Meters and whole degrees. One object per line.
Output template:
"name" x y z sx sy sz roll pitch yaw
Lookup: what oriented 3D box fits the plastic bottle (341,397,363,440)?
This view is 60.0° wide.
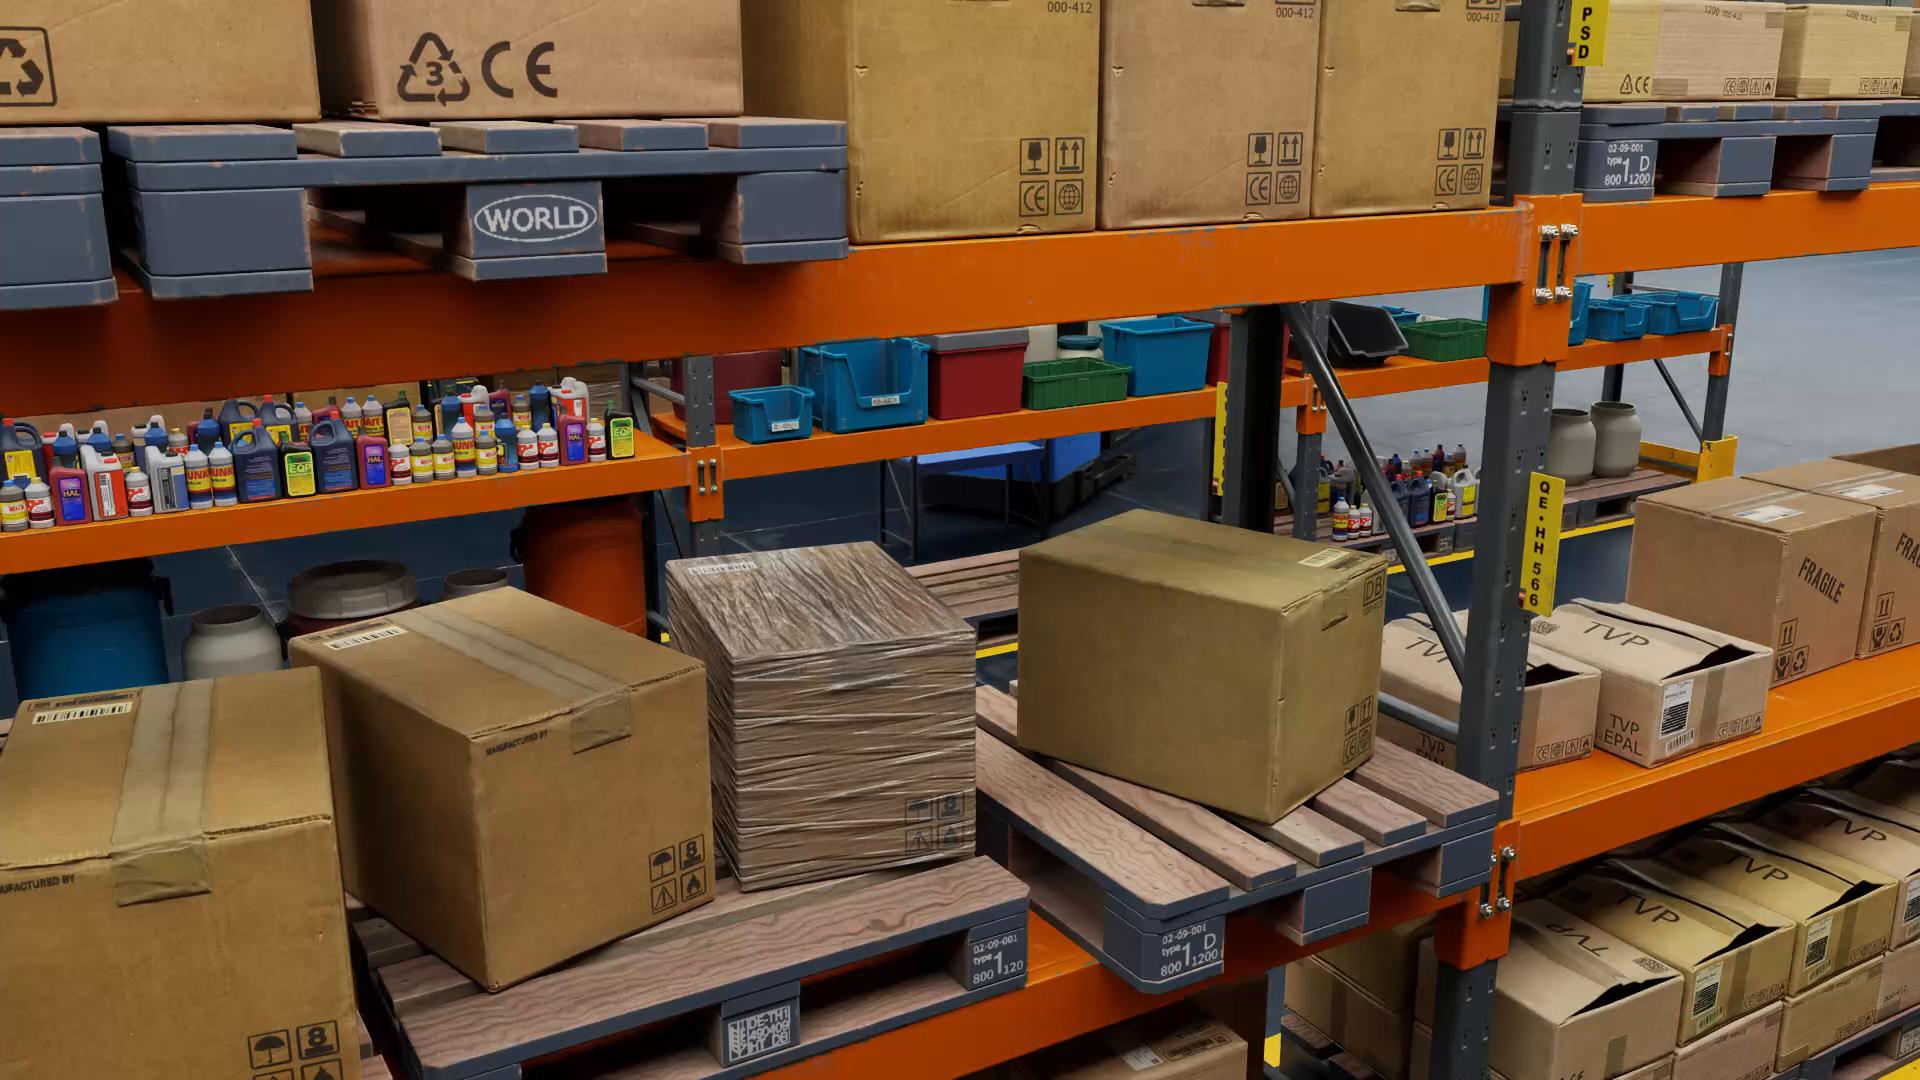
"plastic bottle" -2.947 -0.555 8.072 0.097 0.271 0.097 0 16 0

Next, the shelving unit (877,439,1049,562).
"shelving unit" 0.024 -0.708 11.156 1.048 1.500 0.538 -9 18 -29

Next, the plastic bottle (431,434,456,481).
"plastic bottle" -2.354 -0.379 7.571 0.097 0.201 0.097 0 16 0

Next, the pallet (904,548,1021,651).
"pallet" 0.225 0.335 9.825 1.213 0.211 1.003 -9 18 -30

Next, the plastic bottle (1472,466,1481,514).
"plastic bottle" 3.516 -0.361 11.231 0.185 0.351 0.144 -8 18 -27

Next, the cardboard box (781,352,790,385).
"cardboard box" -1.582 -1.309 14.337 0.500 0.500 0.700 -9 18 -30

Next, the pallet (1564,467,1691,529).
"pallet" 4.613 -0.377 12.364 1.213 0.211 1.003 -9 18 -30

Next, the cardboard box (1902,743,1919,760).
"cardboard box" 3.558 0.770 6.384 0.500 0.311 0.500 -9 18 -30

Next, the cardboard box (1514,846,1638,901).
"cardboard box" 1.808 1.054 5.370 0.500 0.311 0.500 -10 18 -31

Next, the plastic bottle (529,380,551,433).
"plastic bottle" -2.155 -0.684 8.530 0.097 0.271 0.097 0 16 0

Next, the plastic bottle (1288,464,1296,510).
"plastic bottle" 2.328 -0.389 11.334 0.185 0.351 0.144 -10 18 -31

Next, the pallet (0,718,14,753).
"pallet" -4.250 1.060 7.236 1.213 0.211 1.003 -9 18 -30

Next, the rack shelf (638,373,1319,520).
"rack shelf" 0.210 -0.672 9.584 4.000 0.370 1.077 -9 18 -30

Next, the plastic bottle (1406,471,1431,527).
"plastic bottle" 2.992 -0.276 10.928 0.185 0.351 0.144 -10 19 -32

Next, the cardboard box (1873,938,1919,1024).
"cardboard box" 2.957 1.308 5.503 0.500 0.250 0.500 -9 18 -29

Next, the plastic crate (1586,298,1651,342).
"plastic crate" 4.519 -1.553 11.670 0.408 0.251 0.499 -9 18 -30

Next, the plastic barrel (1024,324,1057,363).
"plastic barrel" 0.363 -1.178 9.803 0.433 0.535 0.433 0 16 0

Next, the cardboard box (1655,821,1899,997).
"cardboard box" 2.528 1.107 5.179 0.500 0.311 0.500 -10 18 -31

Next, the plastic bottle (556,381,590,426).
"plastic bottle" -1.963 -0.660 8.439 0.135 0.276 0.152 -9 18 -30

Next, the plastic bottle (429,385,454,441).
"plastic bottle" -2.576 -0.627 8.305 0.133 0.283 0.061 -9 18 -30

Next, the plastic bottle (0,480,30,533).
"plastic bottle" -3.829 -0.139 6.718 0.097 0.201 0.097 0 16 0

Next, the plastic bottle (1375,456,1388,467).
"plastic bottle" 2.911 -0.447 11.677 0.135 0.276 0.152 -9 18 -29

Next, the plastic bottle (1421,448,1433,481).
"plastic bottle" 3.345 -0.523 11.959 0.097 0.271 0.097 0 16 0

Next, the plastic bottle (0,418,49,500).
"plastic bottle" -4.081 -0.357 7.217 0.185 0.351 0.144 -9 18 -30

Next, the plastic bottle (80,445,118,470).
"plastic bottle" -3.624 -0.265 7.028 0.135 0.276 0.152 -9 18 -30

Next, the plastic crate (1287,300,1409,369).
"plastic crate" 2.439 -1.310 10.642 0.504 0.338 0.767 -9 18 -30

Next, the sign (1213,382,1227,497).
"sign" 0.755 -0.280 4.705 0.005 0.325 0.100 -9 18 -30

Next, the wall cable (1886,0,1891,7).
"wall cable" 24.394 -14.024 41.164 0.112 2.526 3.097 -9 18 -30

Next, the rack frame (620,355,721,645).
"rack frame" -1.504 -0.741 8.495 0.127 3.000 1.000 -9 18 -30

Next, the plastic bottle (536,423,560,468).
"plastic bottle" -1.937 -0.446 7.813 0.097 0.201 0.097 0 16 0

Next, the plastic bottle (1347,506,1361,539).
"plastic bottle" 2.511 -0.118 10.644 0.097 0.201 0.097 0 16 0

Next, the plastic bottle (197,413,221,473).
"plastic bottle" -3.471 -0.451 7.700 0.097 0.271 0.097 0 16 0

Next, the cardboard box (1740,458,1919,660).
"cardboard box" 2.925 0.047 5.498 0.500 0.500 0.500 -9 18 -30

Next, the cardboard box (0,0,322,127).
"cardboard box" -1.354 -0.932 2.472 0.600 0.600 0.600 -9 18 -30

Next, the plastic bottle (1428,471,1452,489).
"plastic bottle" 3.259 -0.329 11.259 0.135 0.276 0.152 -9 18 -30

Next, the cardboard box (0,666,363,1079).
"cardboard box" -1.307 0.587 2.795 0.500 0.500 0.700 -6 17 -21

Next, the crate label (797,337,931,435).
"crate label" -0.513 -0.833 8.760 0.616 0.435 0.502 -9 18 -30

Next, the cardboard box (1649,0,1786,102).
"cardboard box" 1.844 -1.322 4.510 0.500 0.250 0.500 -9 18 -28

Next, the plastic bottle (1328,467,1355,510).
"plastic bottle" 2.591 -0.349 11.330 0.135 0.276 0.152 -9 18 -30

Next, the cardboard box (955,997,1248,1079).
"cardboard box" 0.317 1.230 3.893 0.500 0.250 0.500 -8 18 -28

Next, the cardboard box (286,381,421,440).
"cardboard box" -4.657 -0.975 12.488 0.875 0.875 1.225 -10 19 -32

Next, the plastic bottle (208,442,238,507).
"plastic bottle" -3.150 -0.283 7.101 0.097 0.271 0.097 0 16 0

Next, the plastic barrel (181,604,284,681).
"plastic barrel" -3.321 0.583 7.604 0.421 0.512 0.421 0 16 0

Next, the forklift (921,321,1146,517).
"forklift" 0.775 -1.931 12.867 1.130 2.935 3.031 7 17 23

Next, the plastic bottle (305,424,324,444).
"plastic bottle" -2.843 -0.378 7.419 0.133 0.283 0.061 -9 18 -30

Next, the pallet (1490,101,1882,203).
"pallet" 1.579 -1.063 4.436 1.003 0.211 1.213 -8 18 -27

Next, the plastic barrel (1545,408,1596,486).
"plastic barrel" 4.399 -0.678 12.103 0.421 0.512 0.421 0 16 0

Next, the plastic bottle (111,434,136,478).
"plastic bottle" -3.815 -0.381 7.579 0.097 0.201 0.097 0 16 0

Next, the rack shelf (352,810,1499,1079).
"rack shelf" -0.671 1.030 3.510 4.000 0.370 1.077 -9 18 -30

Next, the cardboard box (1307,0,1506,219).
"cardboard box" 0.687 -1.018 3.742 0.500 0.500 0.910 -9 18 -30

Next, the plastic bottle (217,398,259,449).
"plastic bottle" -3.369 -0.518 7.790 0.185 0.351 0.144 -9 18 -30

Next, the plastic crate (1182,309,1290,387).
"plastic crate" 1.667 -1.190 9.977 0.583 0.464 0.402 -9 18 -30
